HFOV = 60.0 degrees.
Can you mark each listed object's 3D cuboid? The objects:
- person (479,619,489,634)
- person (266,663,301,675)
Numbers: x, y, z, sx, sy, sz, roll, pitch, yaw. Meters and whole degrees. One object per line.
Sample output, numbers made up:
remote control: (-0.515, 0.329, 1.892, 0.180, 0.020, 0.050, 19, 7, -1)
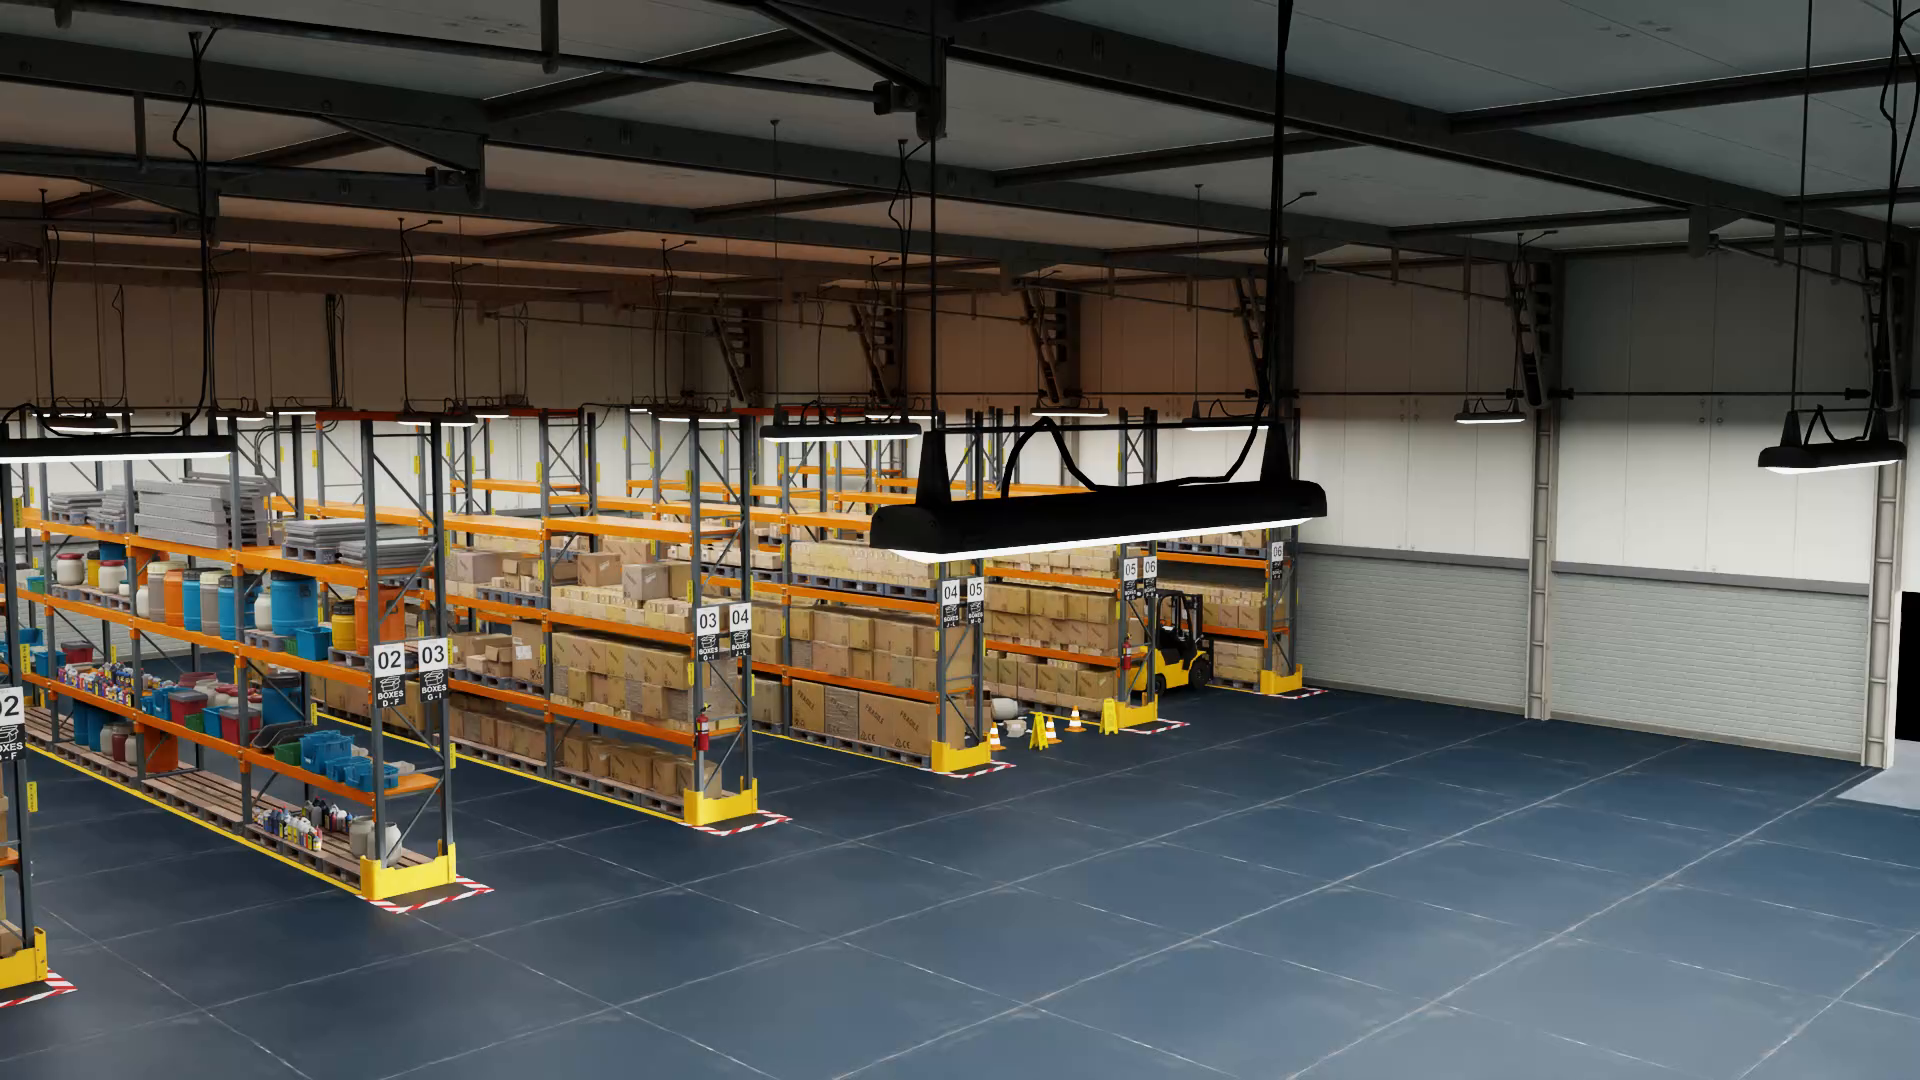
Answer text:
person: (-11.595, 1.901, 40.614, 0.634, 1.836, 0.437, -1, 5, -15)
person: (-12.622, 2.729, 31.126, 0.644, 1.620, 1.028, -5, 7, -42)
